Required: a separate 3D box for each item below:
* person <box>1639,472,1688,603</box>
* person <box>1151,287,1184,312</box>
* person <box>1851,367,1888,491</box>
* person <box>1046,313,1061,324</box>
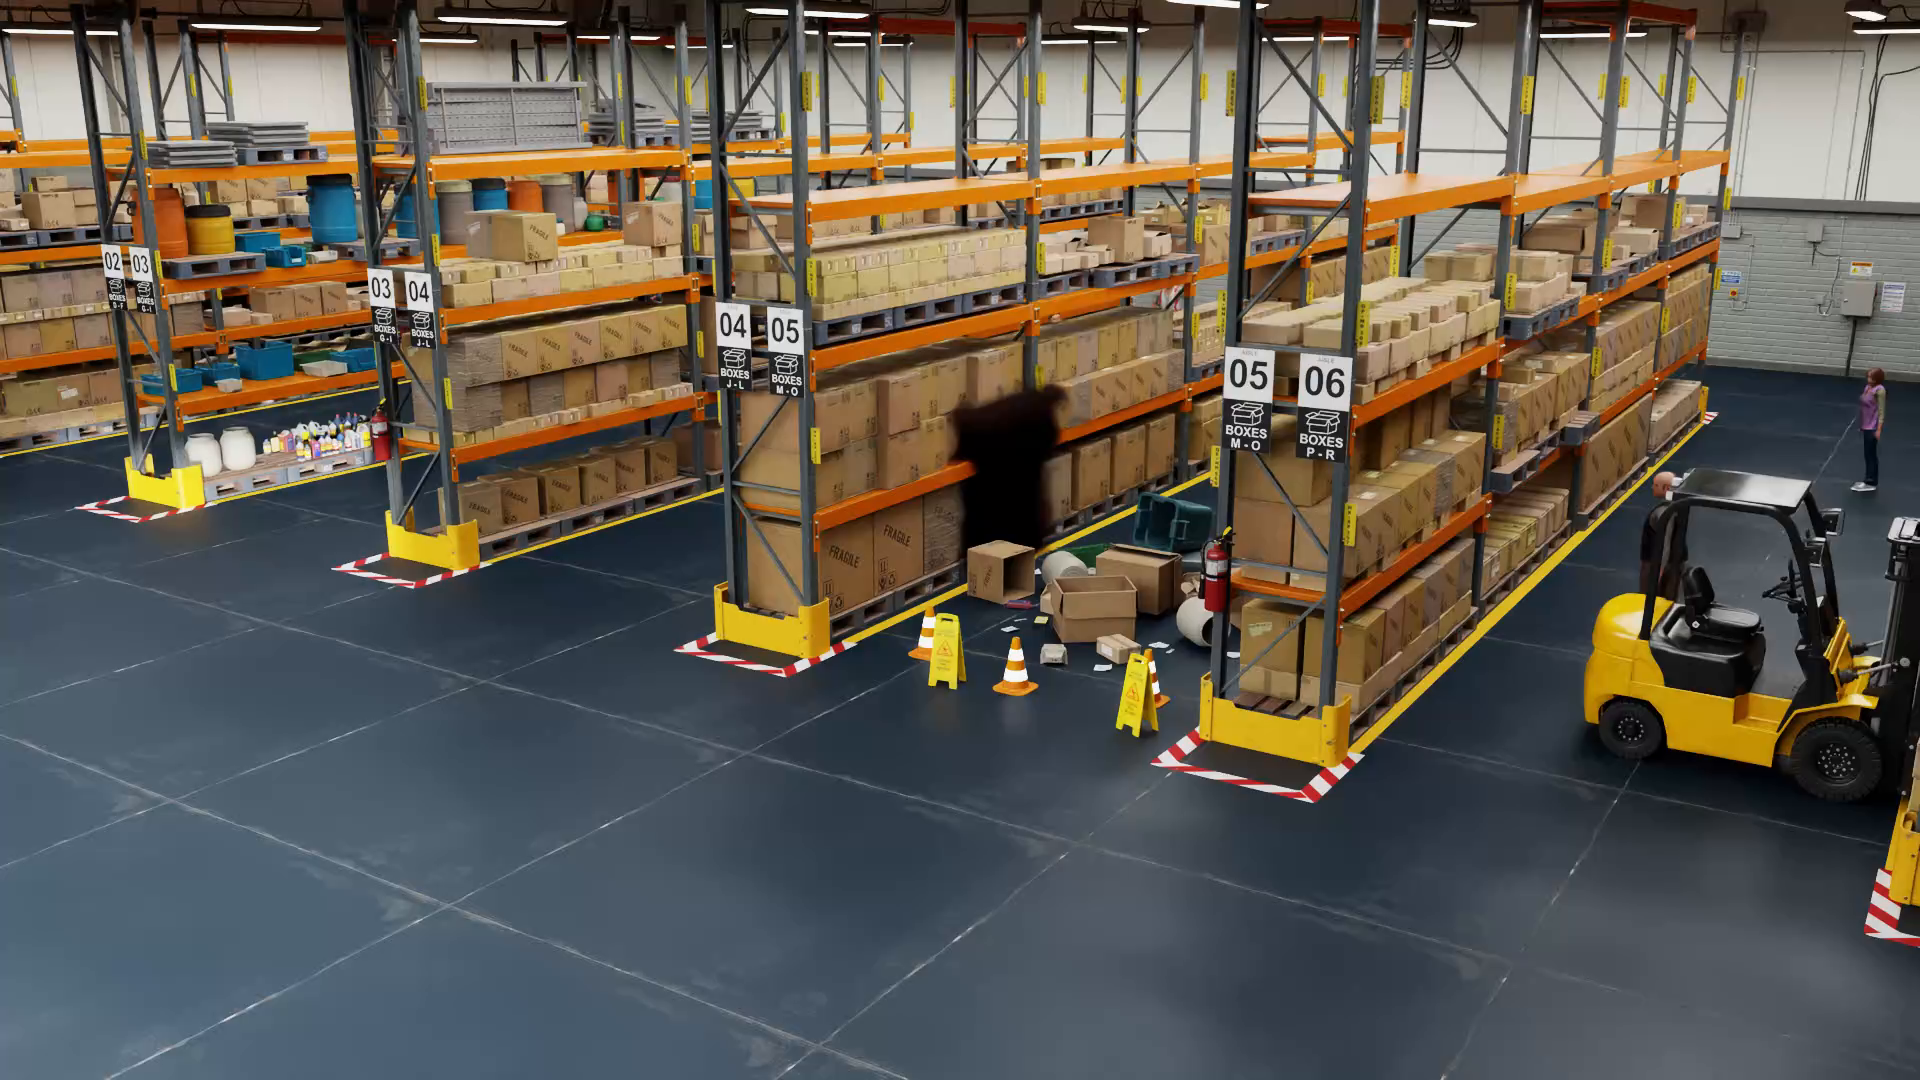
[{"bbox_3d":[6.458,0.220,15.244,0.538,1.726,0.429,-8,17,-26],"label":"person"},{"bbox_3d":[3.738,-3.938,29.989,0.628,1.776,0.885,9,18,28],"label":"person"},{"bbox_3d":[11.702,-1.378,21.395,0.348,1.490,0.467,7,17,24],"label":"person"},{"bbox_3d":[1.515,-2.732,25.938,0.467,1.693,0.487,-11,19,-35],"label":"person"}]
